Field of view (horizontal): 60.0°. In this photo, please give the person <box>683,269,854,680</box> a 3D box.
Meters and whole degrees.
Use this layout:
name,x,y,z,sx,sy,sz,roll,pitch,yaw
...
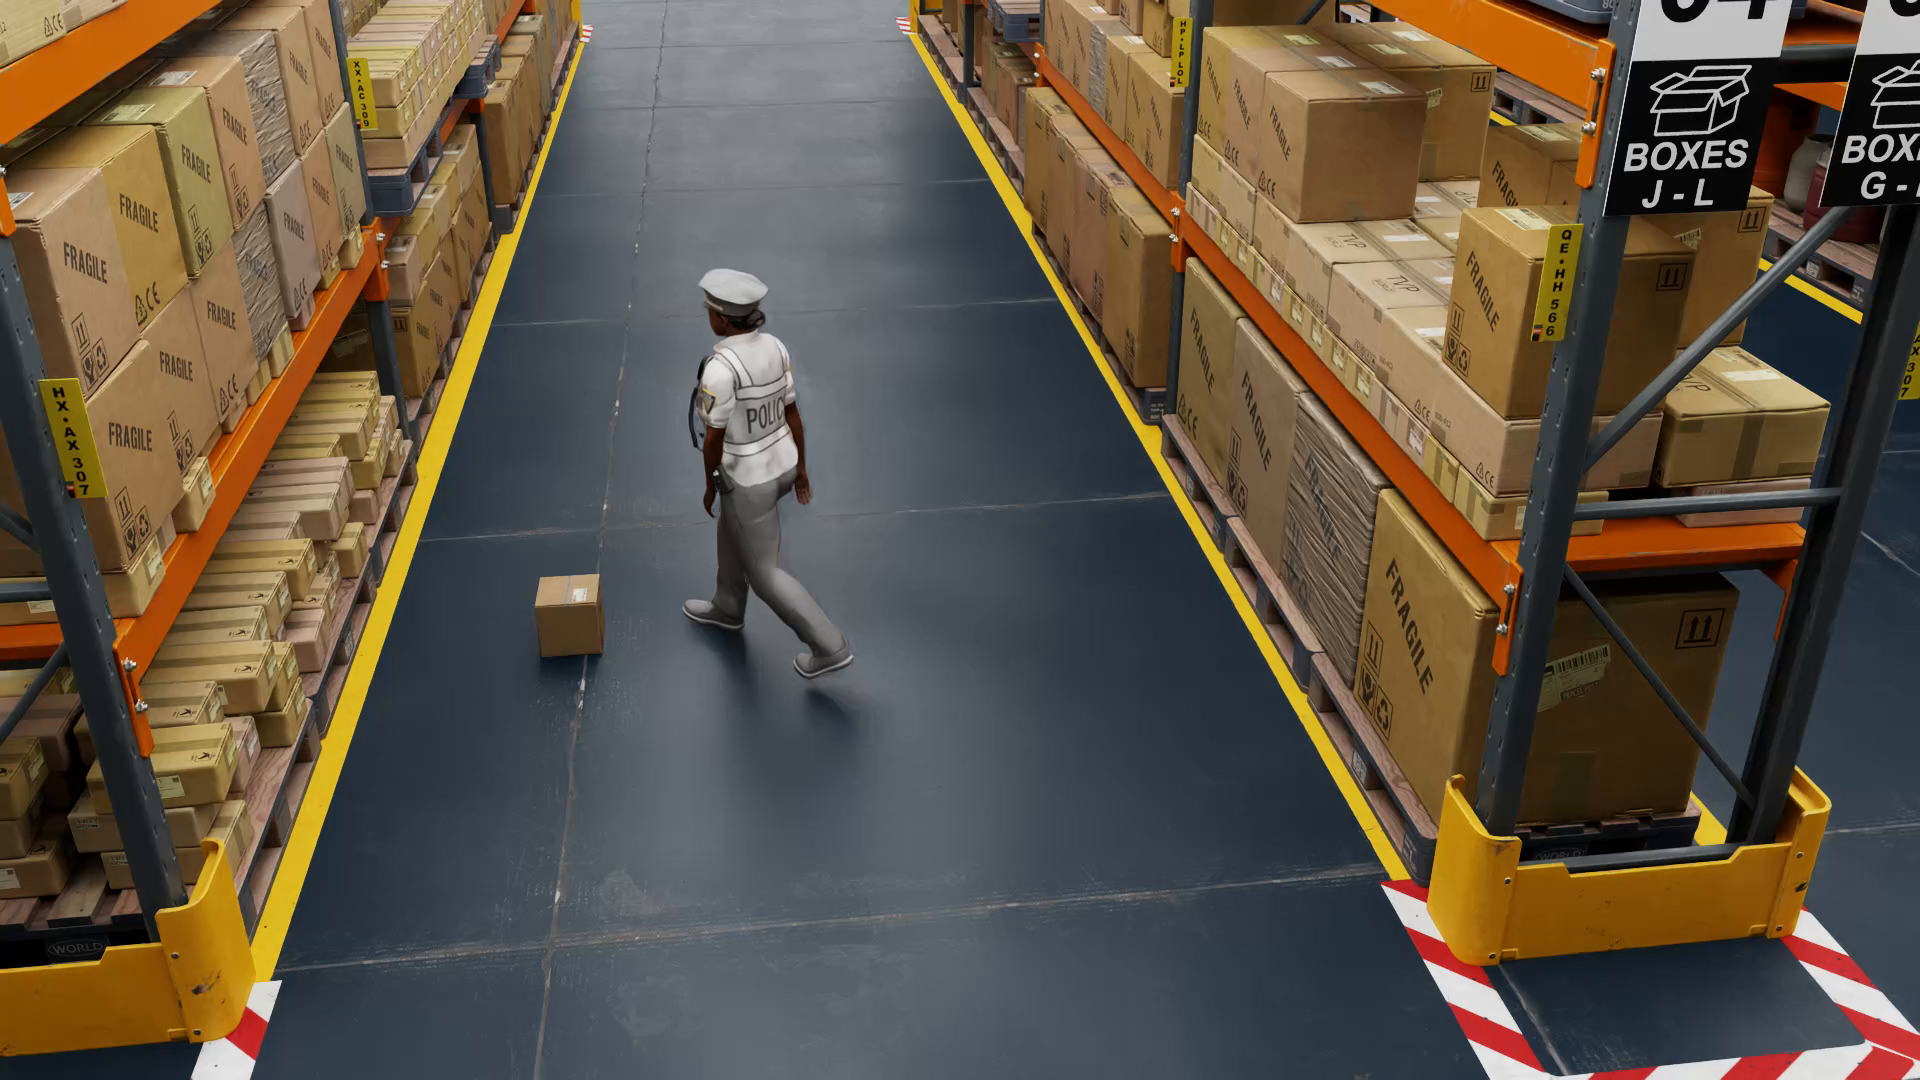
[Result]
name,x,y,z,sx,sy,sz,roll,pitch,yaw
person,-0.794,-0.262,6.619,0.986,1.624,0.462,13,30,24
